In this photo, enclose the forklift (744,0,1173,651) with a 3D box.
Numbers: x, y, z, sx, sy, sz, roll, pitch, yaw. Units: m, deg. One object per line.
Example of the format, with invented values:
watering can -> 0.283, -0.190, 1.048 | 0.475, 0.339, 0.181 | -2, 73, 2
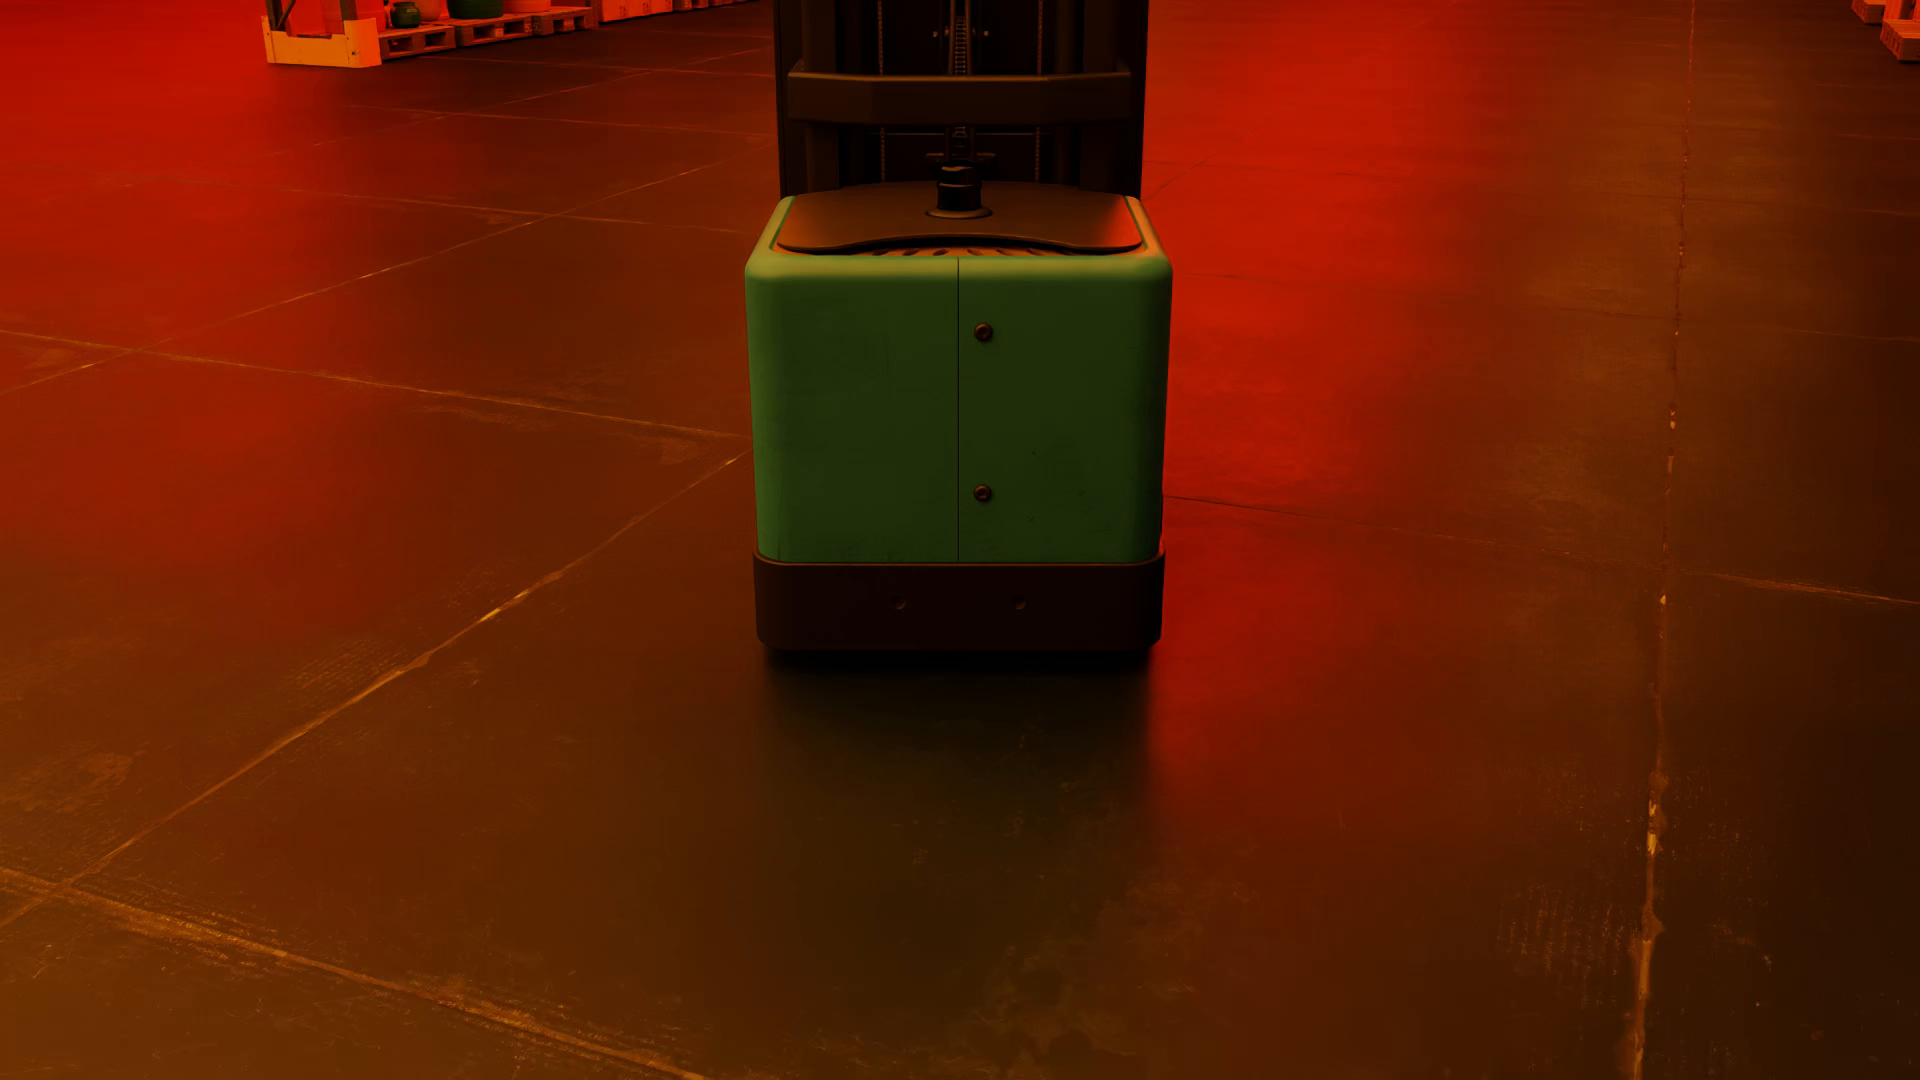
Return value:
forklift -> 0.002, -1.587, 5.089 | 1.130, 2.935, 3.031 | 0, 23, 0
